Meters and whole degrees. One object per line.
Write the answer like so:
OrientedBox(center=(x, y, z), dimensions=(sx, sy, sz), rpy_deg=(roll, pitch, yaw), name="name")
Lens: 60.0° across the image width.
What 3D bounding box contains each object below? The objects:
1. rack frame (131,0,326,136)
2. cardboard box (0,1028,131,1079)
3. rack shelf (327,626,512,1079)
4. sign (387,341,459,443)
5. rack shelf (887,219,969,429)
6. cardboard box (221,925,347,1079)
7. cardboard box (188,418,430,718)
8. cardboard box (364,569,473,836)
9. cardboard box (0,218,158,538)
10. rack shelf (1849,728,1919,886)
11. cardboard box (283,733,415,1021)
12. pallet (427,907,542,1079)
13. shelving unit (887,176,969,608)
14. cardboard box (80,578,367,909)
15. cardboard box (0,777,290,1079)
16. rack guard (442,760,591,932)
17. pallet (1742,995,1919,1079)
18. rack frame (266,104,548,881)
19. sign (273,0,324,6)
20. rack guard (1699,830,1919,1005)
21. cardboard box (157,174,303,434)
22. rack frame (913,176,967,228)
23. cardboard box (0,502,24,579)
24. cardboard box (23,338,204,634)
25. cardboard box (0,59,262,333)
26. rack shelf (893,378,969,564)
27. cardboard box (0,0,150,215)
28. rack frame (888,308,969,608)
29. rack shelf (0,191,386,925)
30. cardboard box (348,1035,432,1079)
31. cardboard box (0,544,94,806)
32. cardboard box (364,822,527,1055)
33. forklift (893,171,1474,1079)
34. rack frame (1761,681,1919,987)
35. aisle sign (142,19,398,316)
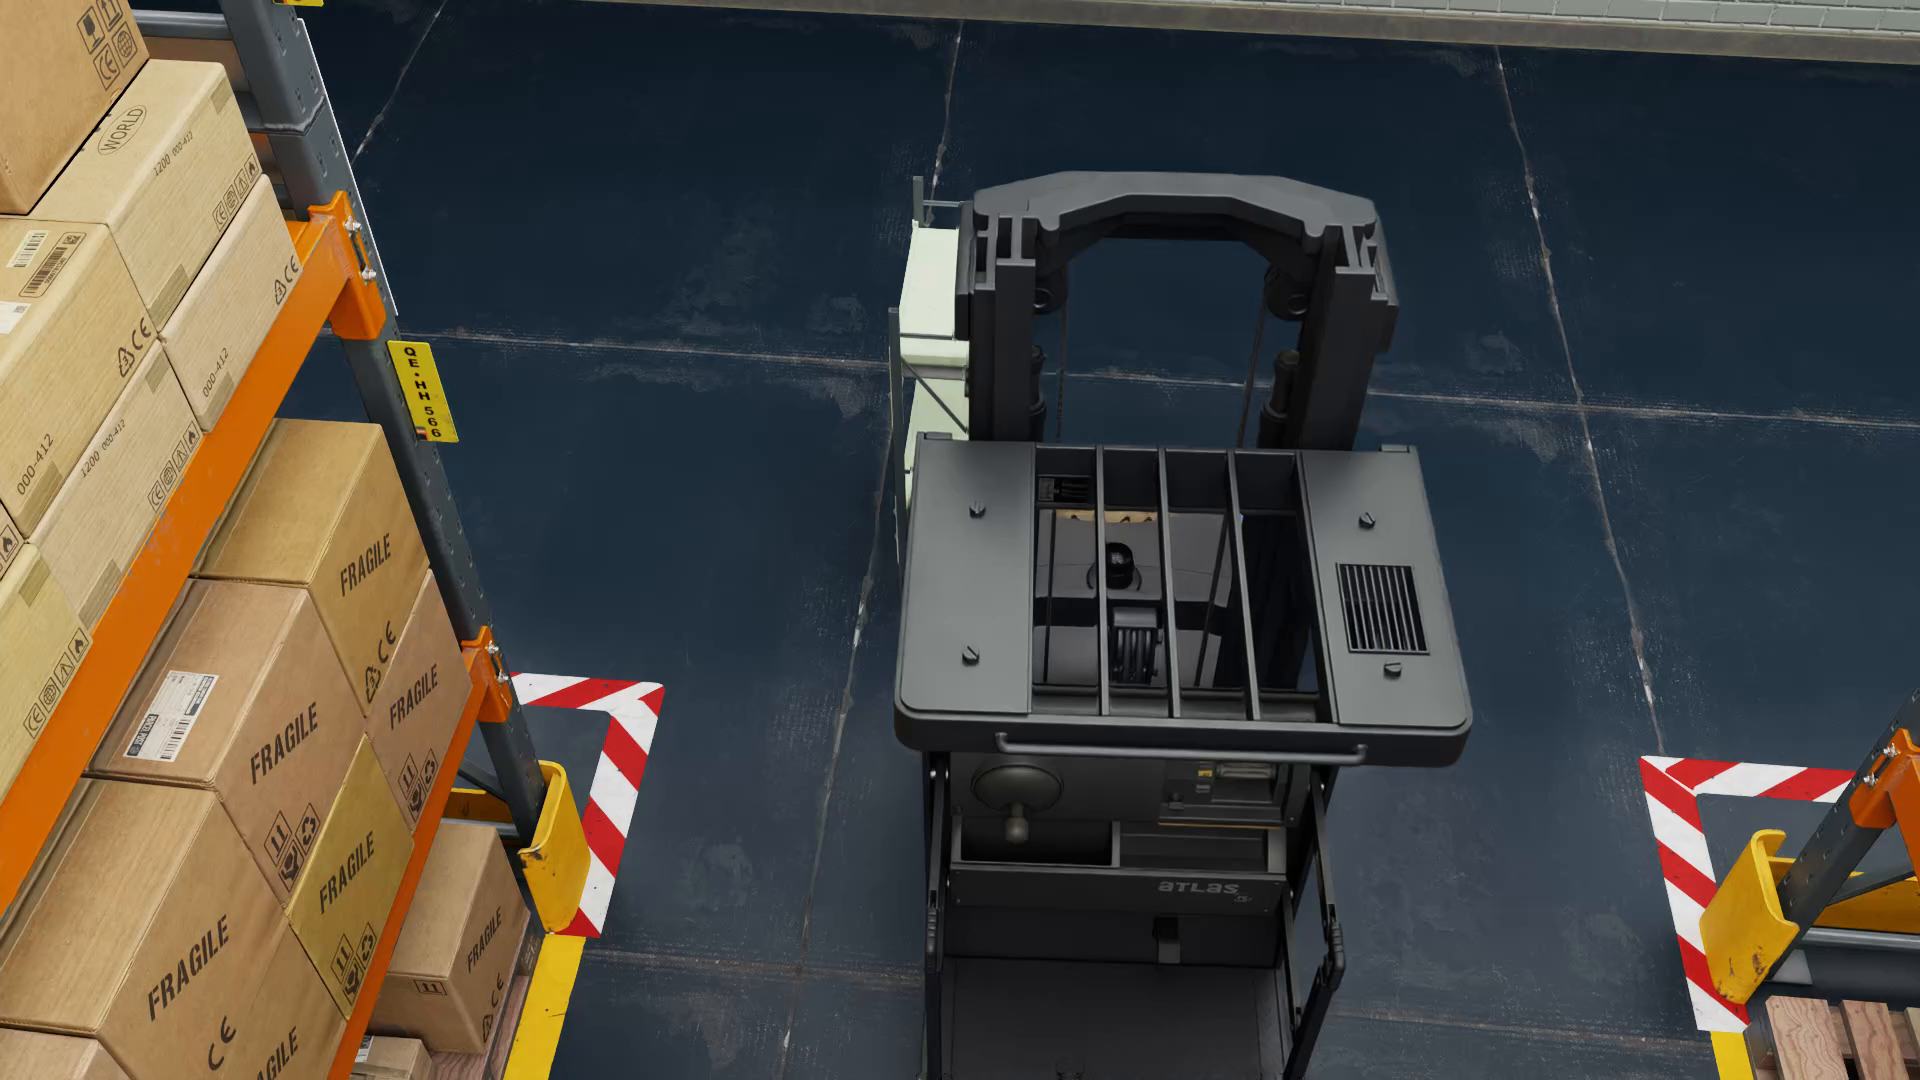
OrientedBox(center=(-1.864, -1.939, 2.451), dimensions=(1.000, 3.000, 0.127), rpy_deg=(4, 48, 4), name="rack frame")
OrientedBox(center=(-1.765, 1.190, 2.910), dimensions=(0.500, 0.500, 0.500), rpy_deg=(5, 48, 5), name="cardboard box")
OrientedBox(center=(-2.046, 1.798, 3.586), dimensions=(1.077, 0.370, 4.000), rpy_deg=(4, 48, 4), name="rack shelf")
OrientedBox(center=(-1.313, -0.360, 4.074), dimensions=(0.100, 0.325, 0.005), rpy_deg=(4, 48, 4), name="sign")
OrientedBox(center=(-0.001, -0.765, 5.930), dimensions=(0.431, 0.370, 0.720), rpy_deg=(4, 48, 4), name="rack shelf")
OrientedBox(center=(-1.728, 1.147, 3.626), dimensions=(0.500, 0.500, 0.500), rpy_deg=(4, 48, 4), name="cardboard box")
OrientedBox(center=(-1.631, 0.060, 3.943), dimensions=(0.500, 0.500, 0.500), rpy_deg=(3, 48, 3), name="cardboard box")
OrientedBox(center=(-1.634, 0.399, 4.310), dimensions=(0.500, 0.500, 0.500), rpy_deg=(5, 48, 5), name="cardboard box")
OrientedBox(center=(-1.702, -0.283, 2.732), dimensions=(0.500, 0.250, 0.500), rpy_deg=(4, 48, 4), name="cardboard box")
OrientedBox(center=(2.886, 2.134, 3.279), dimensions=(1.077, 0.370, 4.000), rpy_deg=(4, 48, 4), name="rack shelf")
OrientedBox(center=(-1.678, 0.781, 3.961), dimensions=(0.500, 0.500, 0.500), rpy_deg=(4, 48, 4), name="cardboard box")
OrientedBox(center=(-1.943, 1.668, 5.107), dimensions=(1.003, 0.211, 1.213), rpy_deg=(4, 48, 4), name="pallet")
OrientedBox(center=(-0.001, -0.501, 6.218), dimensions=(0.431, 1.500, 0.755), rpy_deg=(4, 48, 4), name="shelving unit")
OrientedBox(center=(-1.676, 0.431, 3.603), dimensions=(0.500, 0.500, 0.500), rpy_deg=(5, 48, 5), name="cardboard box")
OrientedBox(center=(-1.718, 0.812, 3.255), dimensions=(0.500, 0.500, 0.500), rpy_deg=(5, 48, 5), name="cardboard box")
OrientedBox(center=(-1.871, 0.985, 5.536), dimensions=(1.175, 0.500, 0.348), rpy_deg=(4, 48, 4), name="rack guard")
OrientedBox(center=(2.955, 1.966, 4.835), dimensions=(1.003, 0.211, 1.213), rpy_deg=(4, 48, 4), name="pallet")
OrientedBox(center=(-1.864, 0.085, 4.665), dimensions=(1.000, 3.000, 0.127), rpy_deg=(4, 48, 4), name="rack frame")
OrientedBox(center=(-1.313, -1.174, 3.184), dimensions=(0.100, 0.325, 0.005), rpy_deg=(4, 48, 4), name="sign")
OrientedBox(center=(3.058, 1.246, 5.297), dimensions=(1.175, 0.500, 0.348), rpy_deg=(4, 48, 4), name="rack guard")
OrientedBox(center=(-1.648, -0.481, 3.252), dimensions=(0.500, 0.250, 0.500), rpy_deg=(4, 48, 4), name="cardboard box")
OrientedBox(center=(0.033, -0.770, 6.464), dimensions=(0.400, 1.500, 0.023), rpy_deg=(4, 48, 4), name="rack frame")
OrientedBox(center=(-1.751, 0.084, 2.396), dimensions=(0.500, 0.250, 0.500), rpy_deg=(4, 48, 4), name="cardboard box")
OrientedBox(center=(-1.705, -0.114, 2.917), dimensions=(0.500, 0.250, 0.500), rpy_deg=(4, 48, 4), name="cardboard box")
OrientedBox(center=(-1.657, -0.650, 3.068), dimensions=(0.500, 0.250, 0.500), rpy_deg=(4, 48, 4), name="cardboard box")
OrientedBox(center=(-0.001, -0.281, 6.459), dimensions=(0.431, 0.370, 0.720), rpy_deg=(4, 48, 4), name="rack shelf")
OrientedBox(center=(-1.895, -0.919, 2.806), dimensions=(0.700, 0.500, 0.500), rpy_deg=(4, 48, 4), name="cardboard box")
OrientedBox(center=(-0.034, -0.232, 5.972), dimensions=(0.400, 1.500, 0.023), rpy_deg=(4, 48, 4), name="rack frame")
OrientedBox(center=(-2.046, 0.786, 2.479), dimensions=(1.077, 0.370, 4.000), rpy_deg=(4, 48, 4), name="rack shelf")
OrientedBox(center=(-1.795, 1.601, 4.901), dimensions=(0.380, 0.166, 0.250), rpy_deg=(4, 48, 4), name="cardboard box")
OrientedBox(center=(-1.737, 0.254, 2.580), dimensions=(0.500, 0.250, 0.500), rpy_deg=(4, 48, 4), name="cardboard box")
OrientedBox(center=(-1.668, 1.197, 5.044), dimensions=(0.500, 0.500, 0.500), rpy_deg=(4, 48, 4), name="cardboard box")
OrientedBox(center=(0.434, 0.698, 4.151), dimensions=(1.130, 2.935, 3.031), rpy_deg=(2, 48, 2), name="forklift")
OrientedBox(center=(3.068, 0.421, 4.358), dimensions=(1.000, 3.000, 0.127), rpy_deg=(4, 48, 4), name="rack frame")
OrientedBox(center=(-1.553, -0.821, 3.733), dimensions=(0.394, 0.787, 0.004), rpy_deg=(4, 48, 4), name="aisle sign")
